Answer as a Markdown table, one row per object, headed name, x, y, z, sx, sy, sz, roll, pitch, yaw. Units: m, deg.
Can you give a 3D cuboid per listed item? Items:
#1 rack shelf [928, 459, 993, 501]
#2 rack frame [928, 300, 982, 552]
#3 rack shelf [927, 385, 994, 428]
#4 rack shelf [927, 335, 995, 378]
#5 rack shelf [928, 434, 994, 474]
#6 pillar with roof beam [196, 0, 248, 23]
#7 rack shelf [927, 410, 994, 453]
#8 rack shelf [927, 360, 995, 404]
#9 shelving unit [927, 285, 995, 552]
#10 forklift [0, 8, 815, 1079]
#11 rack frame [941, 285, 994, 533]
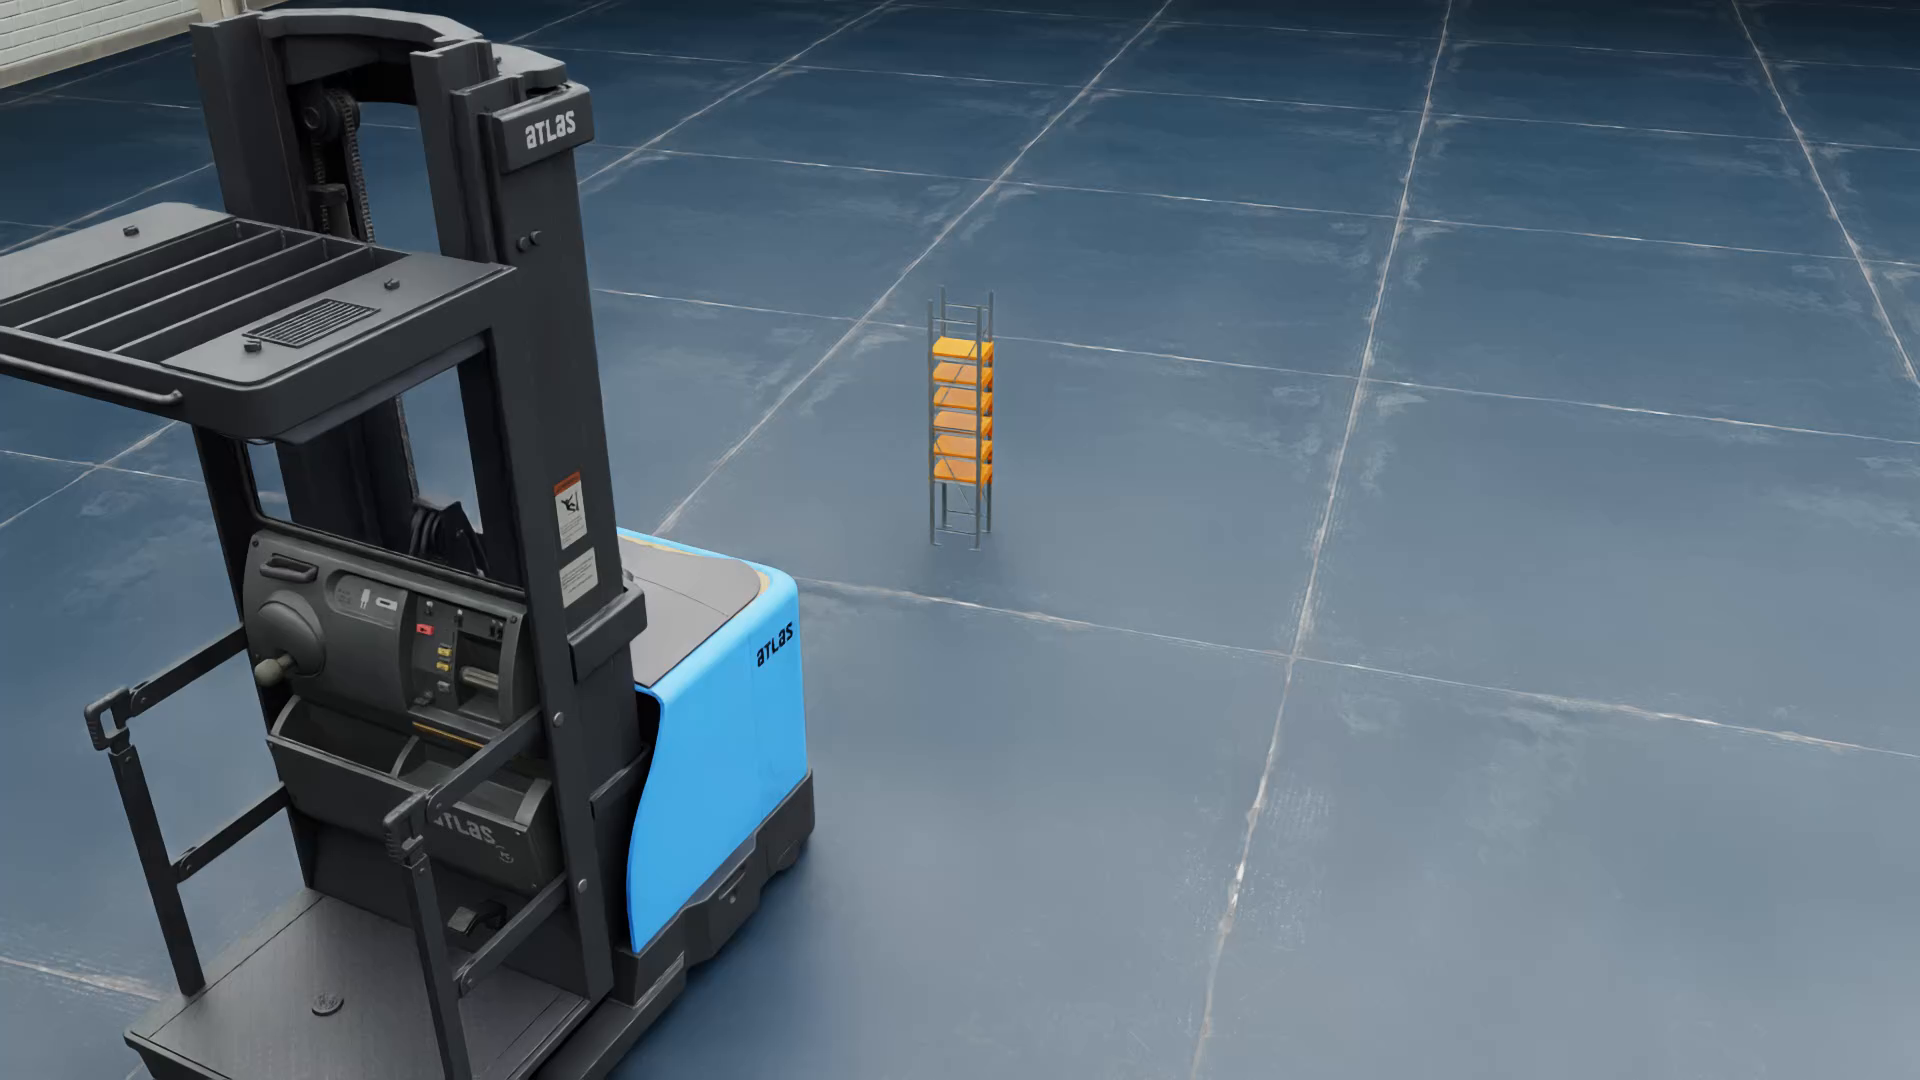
| name | x | y | z | sx | sy | sz | roll | pitch | yaw |
| --- | --- | --- | --- | --- | --- | --- | --- | --- | --- |
| rack shelf | 0.004 | -0.282 | 7.609 | 0.258 | 0.103 | 0.180 | 8 | 30 | 15 |
| rack frame | -0.023 | -0.489 | 7.394 | 0.240 | 1.200 | 0.006 | 8 | 30 | 15 |
| rack shelf | 0.004 | -0.597 | 7.434 | 0.258 | 0.103 | 0.180 | 8 | 30 | 15 |
| rack shelf | 0.004 | -0.807 | 7.317 | 0.258 | 0.103 | 0.180 | 8 | 30 | 15 |
| rack shelf | 0.004 | -0.387 | 7.550 | 0.258 | 0.103 | 0.180 | 8 | 30 | 15 |
| pillar with roof beam | -3.636 | -8.775 | 14.267 | 9.100 | 9.000 | 0.400 | 8 | 30 | 15 |
| rack shelf | 0.004 | -0.492 | 7.492 | 0.258 | 0.103 | 0.180 | 8 | 30 | 15 |
| rack shelf | 0.004 | -0.702 | 7.375 | 0.258 | 0.103 | 0.180 | 8 | 30 | 15 |
| shelving unit | 0.004 | -0.531 | 7.470 | 0.258 | 1.200 | 0.189 | 8 | 30 | 15 |
| forklift | -1.614 | 0.300 | 4.196 | 1.130 | 2.935 | 3.031 | 14 | 32 | 23 |
| rack frame | 0.031 | -0.574 | 7.547 | 0.240 | 1.200 | 0.006 | 8 | 30 | 15 |
